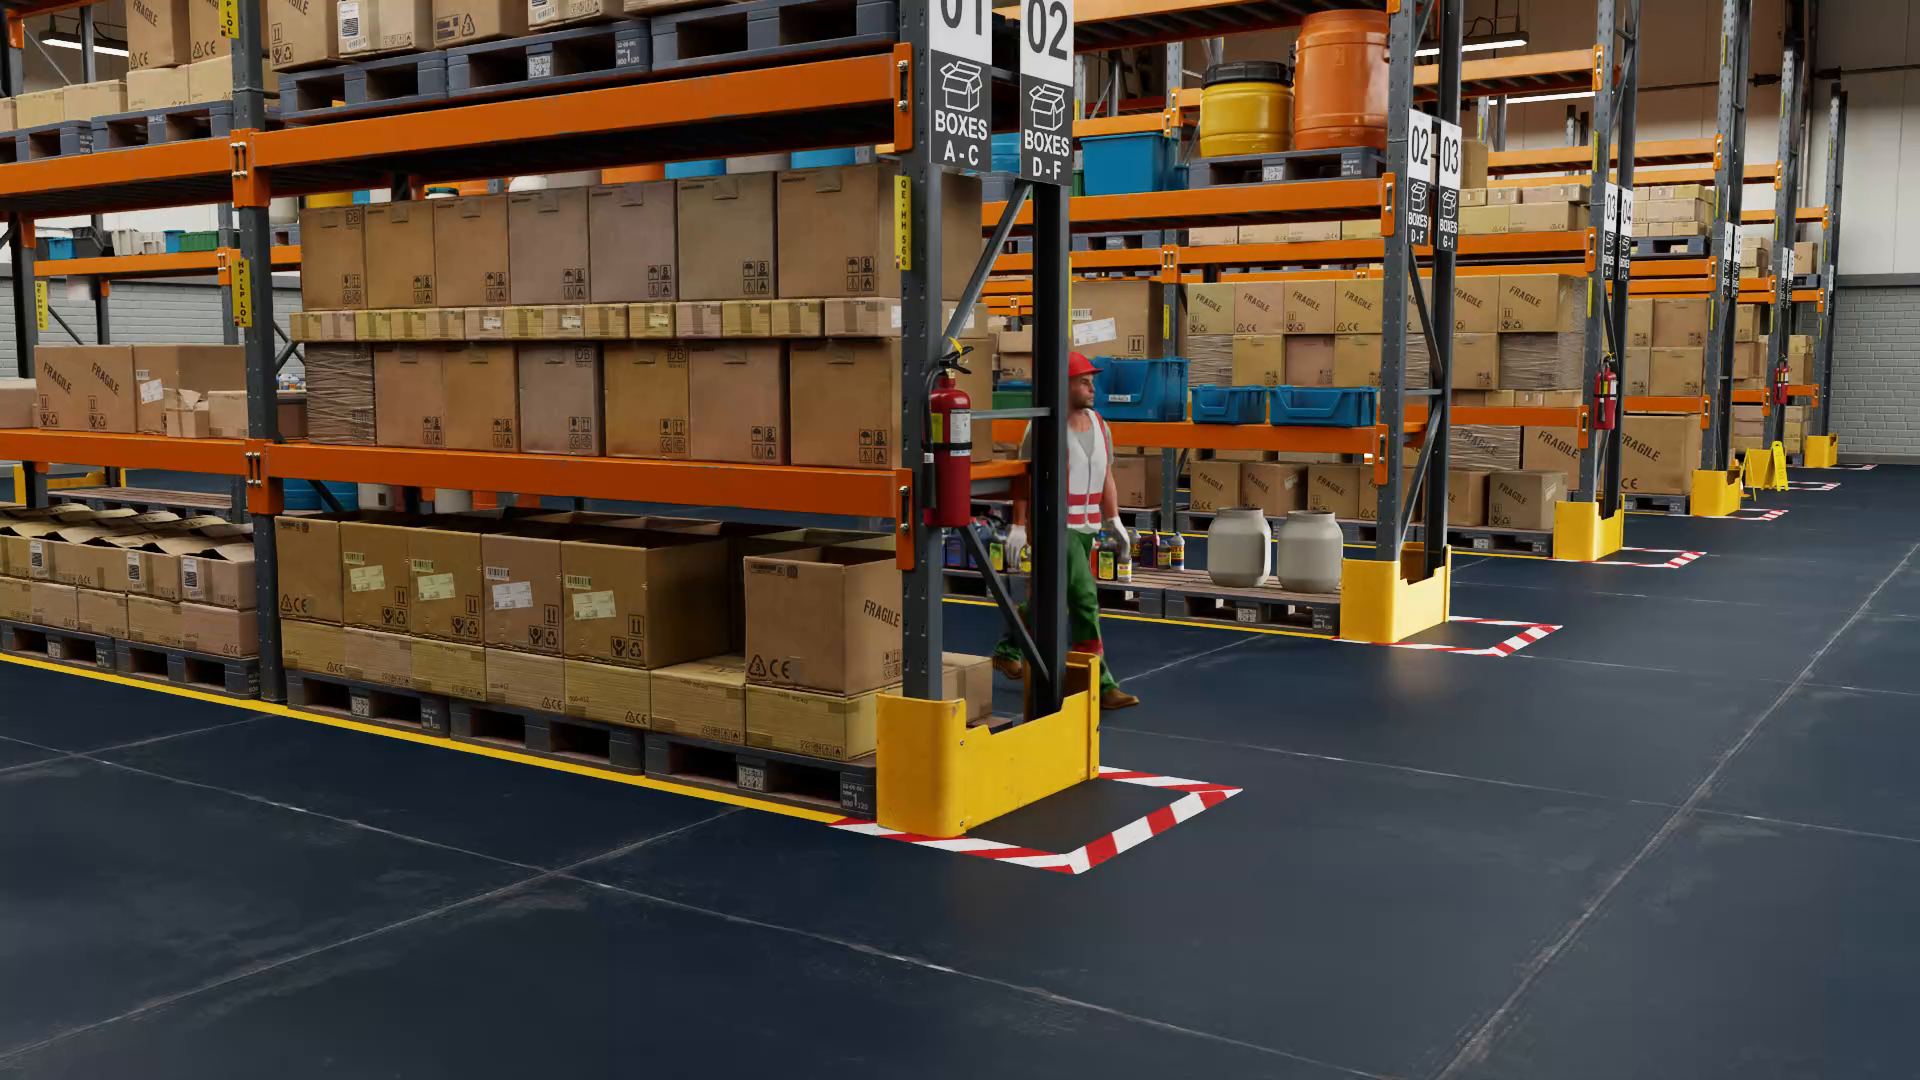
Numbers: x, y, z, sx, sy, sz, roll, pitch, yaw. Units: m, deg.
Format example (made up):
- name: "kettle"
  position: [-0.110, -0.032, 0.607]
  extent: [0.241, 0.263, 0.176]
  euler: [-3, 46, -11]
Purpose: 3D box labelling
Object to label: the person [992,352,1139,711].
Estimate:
- name: "person"
  position: [0.532, -0.057, 8.274]
  extent: [0.575, 1.742, 1.082]
  euler: [-6, 9, -44]
